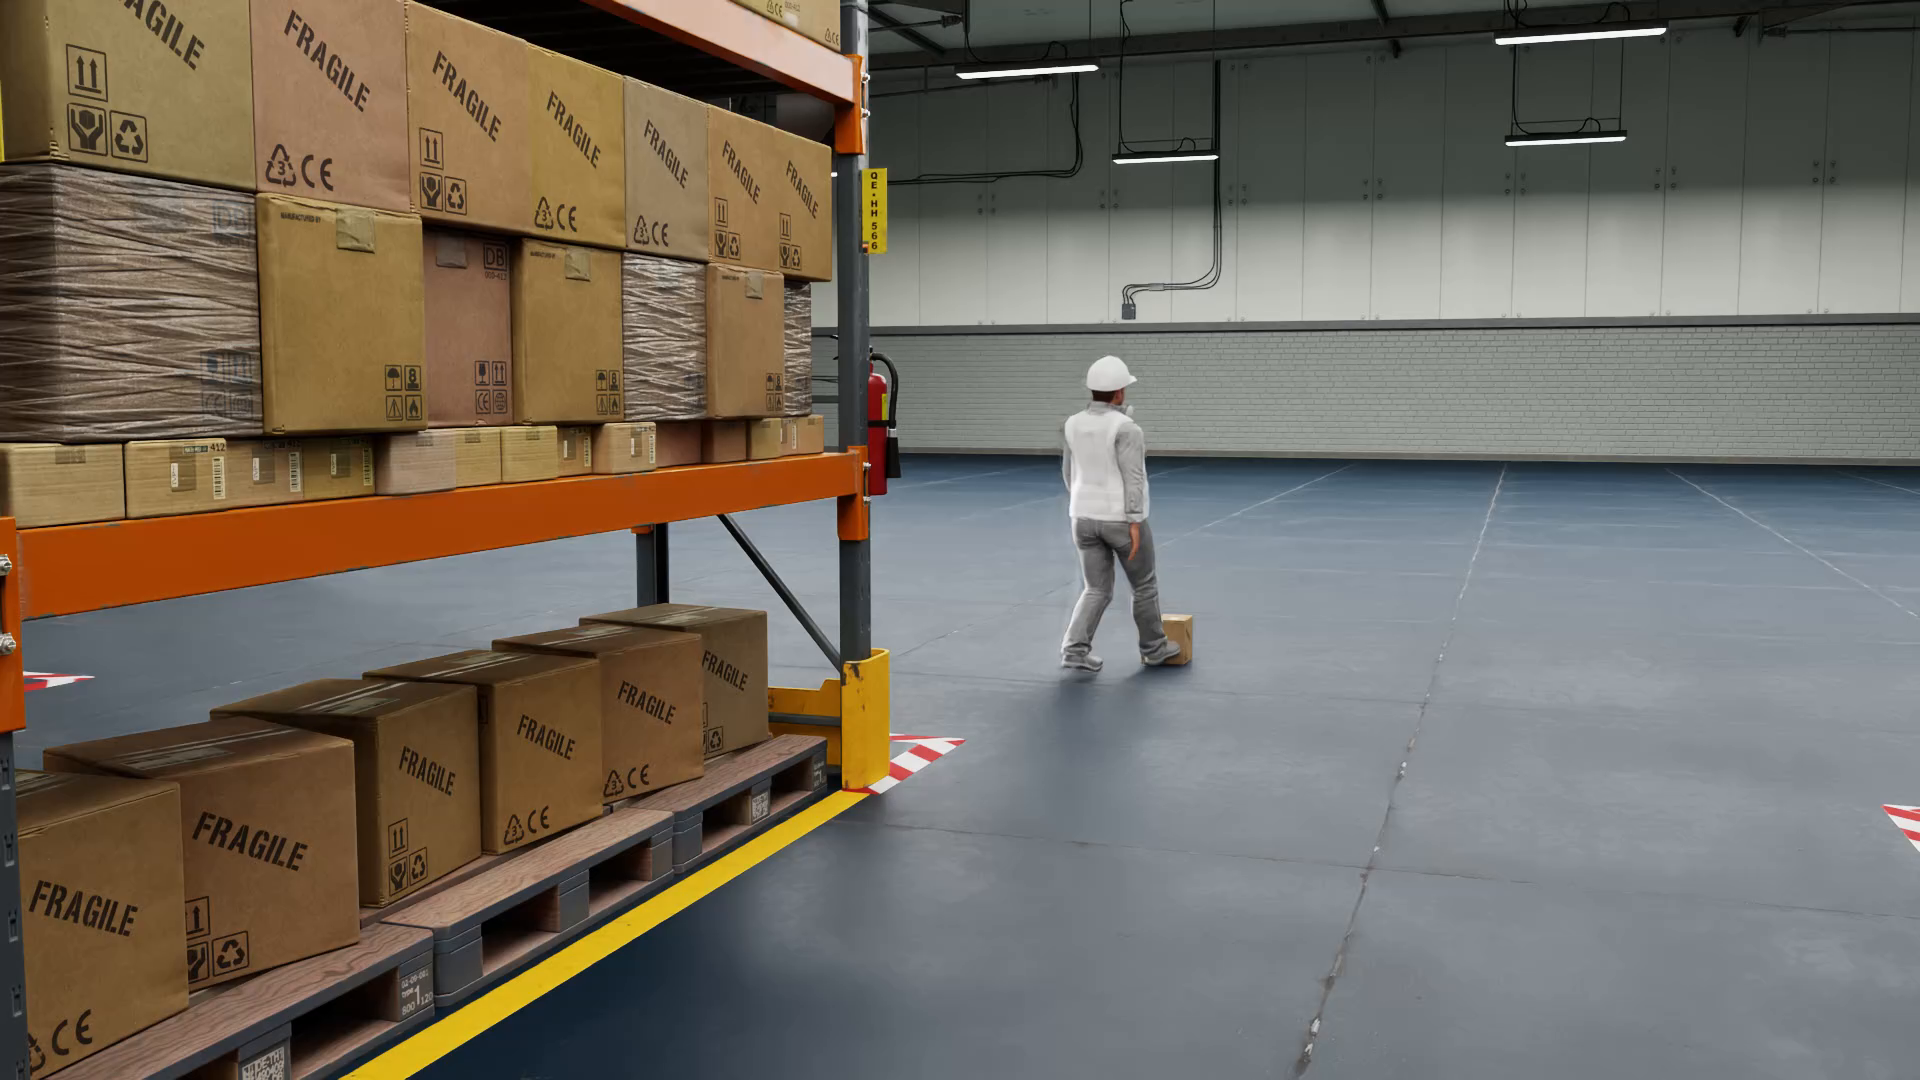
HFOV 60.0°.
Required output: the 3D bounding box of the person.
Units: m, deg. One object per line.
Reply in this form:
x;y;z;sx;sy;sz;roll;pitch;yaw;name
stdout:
0.881;-0.143;9.099;0.584;1.711;0.933;4;6;37;person
